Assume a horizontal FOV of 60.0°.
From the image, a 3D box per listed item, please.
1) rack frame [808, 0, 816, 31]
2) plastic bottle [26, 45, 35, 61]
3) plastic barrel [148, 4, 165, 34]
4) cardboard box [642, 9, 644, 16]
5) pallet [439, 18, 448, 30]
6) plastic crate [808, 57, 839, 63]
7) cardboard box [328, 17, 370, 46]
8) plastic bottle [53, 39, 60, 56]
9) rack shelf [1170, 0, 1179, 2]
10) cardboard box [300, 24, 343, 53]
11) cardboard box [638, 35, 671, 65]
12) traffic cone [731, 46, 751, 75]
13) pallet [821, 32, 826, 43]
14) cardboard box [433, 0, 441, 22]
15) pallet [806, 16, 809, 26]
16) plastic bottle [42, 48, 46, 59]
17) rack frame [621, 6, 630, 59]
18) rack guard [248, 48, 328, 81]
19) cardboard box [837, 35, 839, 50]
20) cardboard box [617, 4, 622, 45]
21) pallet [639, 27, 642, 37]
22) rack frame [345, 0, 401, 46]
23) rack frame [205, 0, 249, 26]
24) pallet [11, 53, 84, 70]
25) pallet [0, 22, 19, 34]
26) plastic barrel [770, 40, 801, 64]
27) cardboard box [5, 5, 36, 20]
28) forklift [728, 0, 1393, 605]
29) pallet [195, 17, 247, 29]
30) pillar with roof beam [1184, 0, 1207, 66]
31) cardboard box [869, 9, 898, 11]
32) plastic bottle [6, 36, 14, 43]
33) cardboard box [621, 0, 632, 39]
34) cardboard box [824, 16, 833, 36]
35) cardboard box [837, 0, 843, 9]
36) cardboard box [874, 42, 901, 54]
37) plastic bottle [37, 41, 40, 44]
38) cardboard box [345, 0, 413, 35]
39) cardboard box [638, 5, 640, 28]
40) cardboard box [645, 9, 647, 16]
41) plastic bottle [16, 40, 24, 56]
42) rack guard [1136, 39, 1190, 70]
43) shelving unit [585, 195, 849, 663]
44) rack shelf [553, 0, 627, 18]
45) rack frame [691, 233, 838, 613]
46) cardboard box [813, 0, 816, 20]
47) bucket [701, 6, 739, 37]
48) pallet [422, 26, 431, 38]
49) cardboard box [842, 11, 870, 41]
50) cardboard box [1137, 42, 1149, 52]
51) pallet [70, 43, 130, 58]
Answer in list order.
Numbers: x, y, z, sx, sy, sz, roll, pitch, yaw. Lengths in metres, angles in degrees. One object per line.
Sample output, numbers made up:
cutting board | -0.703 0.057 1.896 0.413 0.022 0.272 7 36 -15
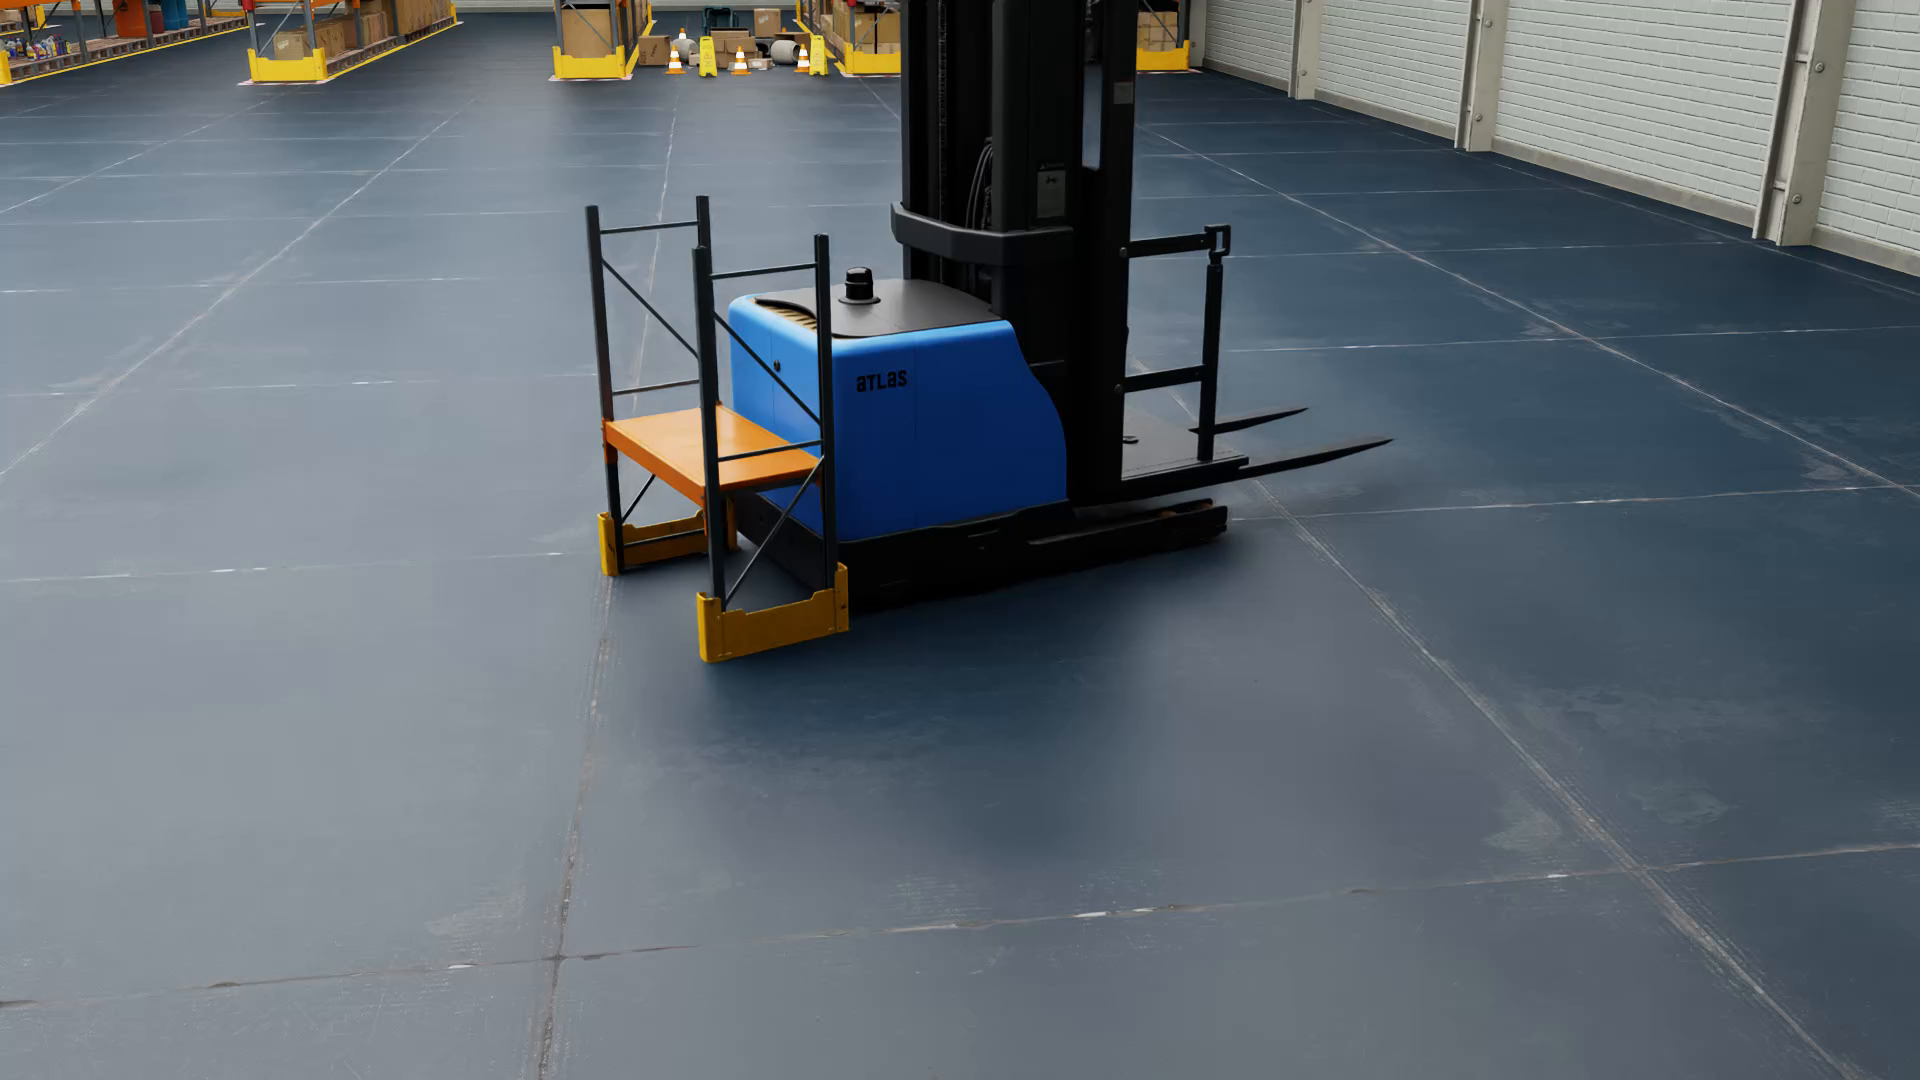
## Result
rack frame | -3.147 -13.756 39.758 1.000 3.000 0.127 -3 21 -8
plastic bottle | -16.078 -8.423 28.750 0.097 0.271 0.097 0 20 0
plastic barrel | -17.529 -11.248 35.890 0.600 0.588 0.708 -3 21 -8
cardboard box | -7.767 -12.613 39.749 0.380 0.149 0.250 -2 21 -5
pallet | -13.165 -12.640 40.757 1.003 0.211 1.213 -3 21 -8
plastic crate | -2.579 -9.033 31.287 0.402 0.080 0.583 -11 23 -26
cardboard box | -11.918 -9.901 32.381 0.700 0.500 0.500 -3 21 -8
plastic bottle | -16.231 -8.840 29.852 0.061 0.283 0.133 -2 21 -4
rack shelf | 3.206 -10.208 31.288 1.077 0.370 4.000 -3 21 -8
cardboard box | -11.692 -9.173 30.462 0.500 0.500 0.500 4 21 9
cardboard box | -5.638 -9.045 30.717 0.500 0.500 0.500 1 20 2
traffic cone | -3.805 -8.322 28.837 0.336 0.463 0.334 -3 21 -8
pallet | -2.459 -10.794 35.814 1.003 0.211 1.213 -3 21 -8
cardboard box | -13.099 -13.001 40.175 0.875 0.875 0.875 -3 21 -8
pallet | -3.359 -13.140 42.095 1.003 0.211 1.213 -3 21 -8
plastic bottle | -16.156 -8.577 29.265 0.097 0.201 0.097 0 20 0
rack frame | -6.878 -10.701 31.580 1.000 3.000 0.127 -3 21 -8
rack guard | -11.235 -7.956 27.804 1.175 0.500 0.348 -3 21 -8
cardboard box | -2.088 -9.492 31.673 0.500 0.250 0.500 -2 21 -5
cardboard box | -6.856 -9.681 31.286 0.875 0.875 0.875 -3 21 -7
pallet | -7.738 -11.472 37.629 1.003 0.211 1.213 -3 21 -8
rack frame | -12.377 -11.871 34.712 1.000 3.000 0.127 -3 21 -8
rack frame | -18.432 -14.391 41.459 1.000 3.000 0.127 -3 21 -8
pallet | -16.646 -8.695 30.195 1.003 0.211 1.213 -3 21 -8
pallet | -23.034 -12.112 39.344 1.003 0.211 1.213 -3 21 -8
plastic barrel | -3.213 -9.033 30.795 0.512 0.421 0.421 12 24 30
cardboard box | -23.012 -13.002 40.683 0.500 0.500 0.500 -3 21 -8
forklift | 0.571 -1.480 6.990 3.031 2.935 1.130 -11 23 -28
pallet | -18.351 -12.797 41.177 1.003 0.211 1.213 -3 21 -8
pillar with roof beam | 0.025 -12.732 28.444 9.100 9.000 0.400 -3 21 -8
cardboard box | -1.408 -9.517 30.668 0.500 0.500 0.500 -3 21 -7
plastic bottle | -16.969 -8.835 29.742 0.144 0.351 0.185 -4 21 -10
cardboard box | -7.326 -10.711 34.222 1.050 0.750 0.750 -3 21 -7
cardboard box | -2.385 -10.885 35.229 0.950 0.372 0.625 -3 21 -9
cardboard box | -2.100 -10.014 31.072 0.380 0.149 0.250 -2 21 -5
cardboard box | -1.260 -8.803 29.827 0.500 0.250 0.500 -3 21 -8
plastic bottle | -16.335 -8.721 29.532 0.061 0.283 0.133 -3 21 -8
cardboard box | -12.456 -11.312 35.653 1.225 0.875 0.875 -4 21 -10
cardboard box | -7.532 -11.898 37.756 0.500 0.500 0.500 -3 21 -9
cardboard box | -8.188 -13.461 42.445 0.380 0.149 0.250 -2 21 -6
plastic bottle | -16.856 -8.820 29.813 0.097 0.271 0.097 0 20 0
rack guard | 3.497 -8.673 29.723 1.175 0.500 0.348 -3 21 -8
shelving unit | -0.949 -0.467 6.324 0.587 1.500 1.083 -12 24 -30
rack shelf | -6.589 -9.672 29.852 1.077 0.370 4.000 -3 21 -8
rack frame | -0.675 -0.314 5.912 0.500 1.500 0.032 -12 24 -30
cardboard box | -3.132 -12.975 40.730 0.875 0.438 0.875 -3 21 -9
bucket | -4.577 -9.949 32.072 0.726 0.611 0.620 4 11 11
pallet | -12.768 -11.686 38.203 1.003 0.211 1.213 -3 21 -8
cardboard box | -1.870 -9.305 30.101 0.500 0.500 0.500 -2 21 -6
cardboard box | 3.114 -8.908 30.109 0.500 0.250 0.500 -3 21 -7
pallet | -17.033 -9.623 32.679 1.003 0.211 1.213 -3 21 -8
